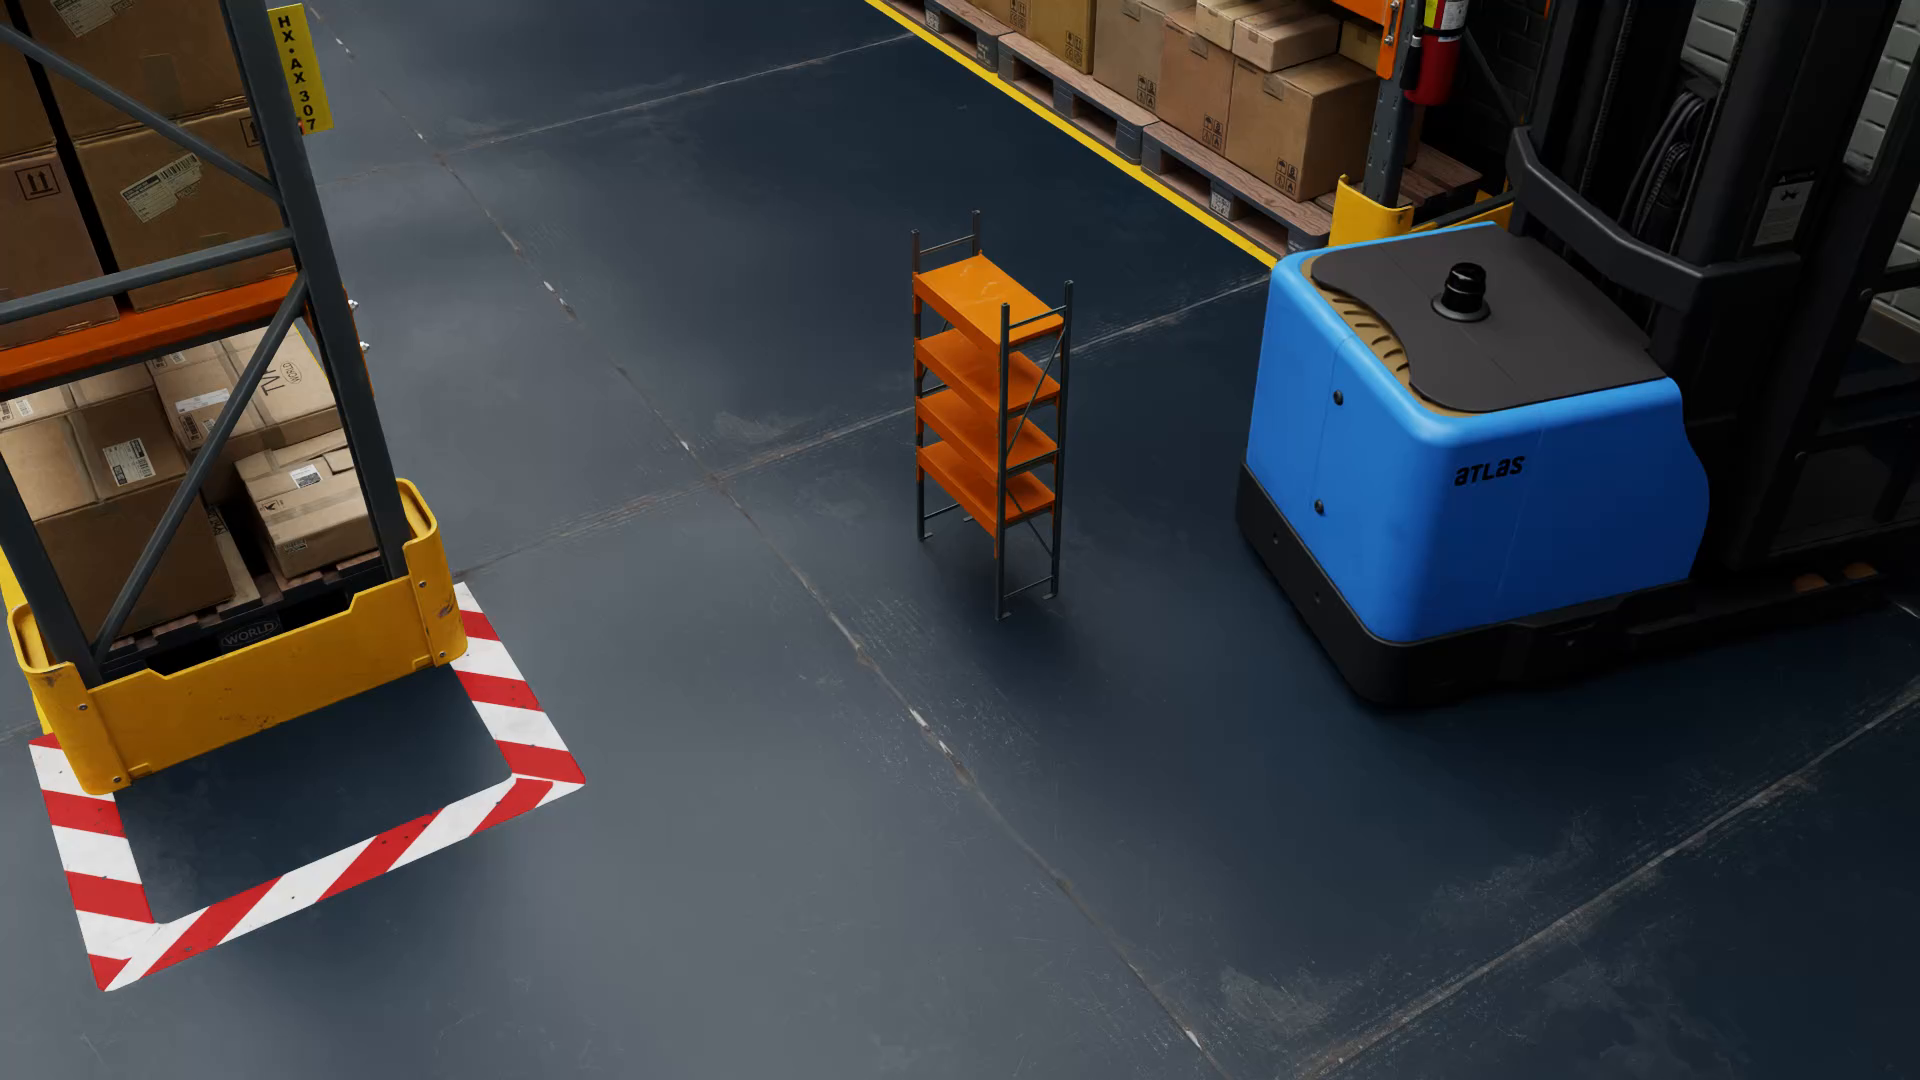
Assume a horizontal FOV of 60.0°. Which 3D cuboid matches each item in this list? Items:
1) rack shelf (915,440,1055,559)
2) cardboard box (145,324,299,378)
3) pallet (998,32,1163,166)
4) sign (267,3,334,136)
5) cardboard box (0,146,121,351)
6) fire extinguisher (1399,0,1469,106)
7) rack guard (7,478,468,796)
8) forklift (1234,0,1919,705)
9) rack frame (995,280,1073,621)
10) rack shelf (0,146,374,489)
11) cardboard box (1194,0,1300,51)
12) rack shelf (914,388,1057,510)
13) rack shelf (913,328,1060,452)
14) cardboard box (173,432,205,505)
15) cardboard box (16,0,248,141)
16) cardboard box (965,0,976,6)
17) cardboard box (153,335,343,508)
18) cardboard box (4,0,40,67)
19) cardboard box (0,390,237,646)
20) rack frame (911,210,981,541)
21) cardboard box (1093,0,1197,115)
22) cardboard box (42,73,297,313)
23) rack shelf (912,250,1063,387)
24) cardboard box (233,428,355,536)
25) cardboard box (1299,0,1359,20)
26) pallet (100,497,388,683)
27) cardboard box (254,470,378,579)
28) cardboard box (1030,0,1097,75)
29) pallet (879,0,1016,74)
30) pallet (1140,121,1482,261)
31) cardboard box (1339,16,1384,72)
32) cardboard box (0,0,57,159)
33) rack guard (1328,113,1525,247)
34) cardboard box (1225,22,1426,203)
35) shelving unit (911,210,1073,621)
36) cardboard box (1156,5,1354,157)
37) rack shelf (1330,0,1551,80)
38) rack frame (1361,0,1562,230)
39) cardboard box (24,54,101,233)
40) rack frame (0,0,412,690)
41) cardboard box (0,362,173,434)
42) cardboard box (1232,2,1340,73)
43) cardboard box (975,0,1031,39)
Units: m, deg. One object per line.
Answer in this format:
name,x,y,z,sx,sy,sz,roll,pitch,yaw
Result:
rack shelf,0.089,-0.167,5.429,0.258,0.148,0.480,-22,45,-24
cardboard box,-2.690,-0.687,6.035,0.500,0.250,0.500,-22,45,-24
pallet,0.928,-2.341,8.395,1.003,0.211,1.213,-22,45,-24
sign,-1.642,-1.163,4.126,0.100,0.325,0.005,-22,45,-24
cardboard box,-2.569,-0.830,4.324,0.500,0.500,0.500,-21,44,-23
fire extinguisher,1.768,-1.937,6.083,0.296,0.674,0.183,-22,45,-24
rack guard,-2.140,0.276,5.028,1.175,0.500,0.348,-22,45,-24
forklift,2.521,-1.166,4.860,3.031,2.935,1.130,-11,41,-13
rack frame,0.220,-0.240,5.101,0.240,1.200,0.015,-22,45,-24
rack shelf,-3.174,-1.446,5.704,1.077,0.370,4.000,-22,45,-24
cardboard box,1.254,-2.288,7.271,0.380,0.149,0.250,-21,44,-23
rack shelf,0.089,-0.320,5.302,0.258,0.148,0.480,-22,45,-24
rack shelf,0.089,-0.492,5.159,0.258,0.148,0.480,-22,45,-24
cardboard box,-2.741,-0.182,5.495,0.380,0.166,0.250,-22,45,-24
cardboard box,-2.115,-1.396,4.223,0.500,0.500,0.500,-21,44,-23
cardboard box,0.240,-3.271,8.957,0.700,0.500,0.500,-22,44,-24
cardboard box,-2.421,-0.417,5.711,0.500,0.250,0.500,-22,45,-24
cardboard box,-2.403,-1.675,4.558,0.500,0.500,0.500,-22,44,-24
cardboard box,-2.599,-0.060,5.088,0.500,0.500,0.500,-22,45,-24
rack frame,-0.042,-0.503,5.417,0.240,1.200,0.015,-22,45,-24
cardboard box,1.075,-2.436,7.955,0.700,0.500,0.500,-24,45,-26
cardboard box,-2.115,-1.012,4.543,0.500,0.500,0.500,-21,44,-24
rack shelf,0.089,-0.673,5.007,0.258,0.148,0.480,-22,45,-24
cardboard box,-2.169,-0.203,5.520,0.380,0.166,0.250,-22,45,-24
cardboard box,1.578,-2.418,7.427,0.380,0.149,0.250,-22,45,-24
pallet,-2.569,-0.043,5.637,1.003,0.211,1.213,-22,45,-24
cardboard box,-2.034,-0.061,5.364,0.380,0.149,0.250,-22,45,-24
cardboard box,0.782,-2.721,8.297,0.700,0.500,0.500,-21,44,-23
pallet,0.268,-3.001,9.186,1.003,0.211,1.213,-22,45,-24
pallet,1.580,-1.684,7.606,1.003,0.211,1.213,-22,45,-24
cardboard box,1.851,-2.145,7.099,0.380,0.149,0.250,-22,45,-24
cardboard box,-2.570,-1.211,4.001,0.500,0.500,0.500,-23,45,-25
rack guard,2.088,-1.377,7.012,1.175,0.500,0.348,-22,45,-24
cardboard box,1.615,-1.895,7.305,0.700,0.500,0.500,-22,45,-24
shelving unit,0.089,-0.372,5.259,0.258,1.200,0.503,-22,45,-24
cardboard box,1.346,-2.165,7.629,0.700,0.500,0.500,-22,45,-25
rack shelf,1.000,-3.153,7.753,1.077,0.370,4.000,-22,45,-24
rack frame,2.076,-2.350,6.227,1.000,3.000,0.127,-22,45,-24
cardboard box,-2.397,-1.288,4.875,0.500,0.500,0.500,-23,45,-25
rack frame,-2.099,-0.643,4.179,1.000,3.000,0.127,-22,45,-24
cardboard box,-3.085,-0.488,5.796,0.500,0.250,0.500,-22,45,-24
cardboard box,1.392,-2.150,7.105,0.380,0.149,0.250,-23,45,-25
cardboard box,0.508,-2.999,8.630,0.700,0.500,0.500,-23,45,-25
